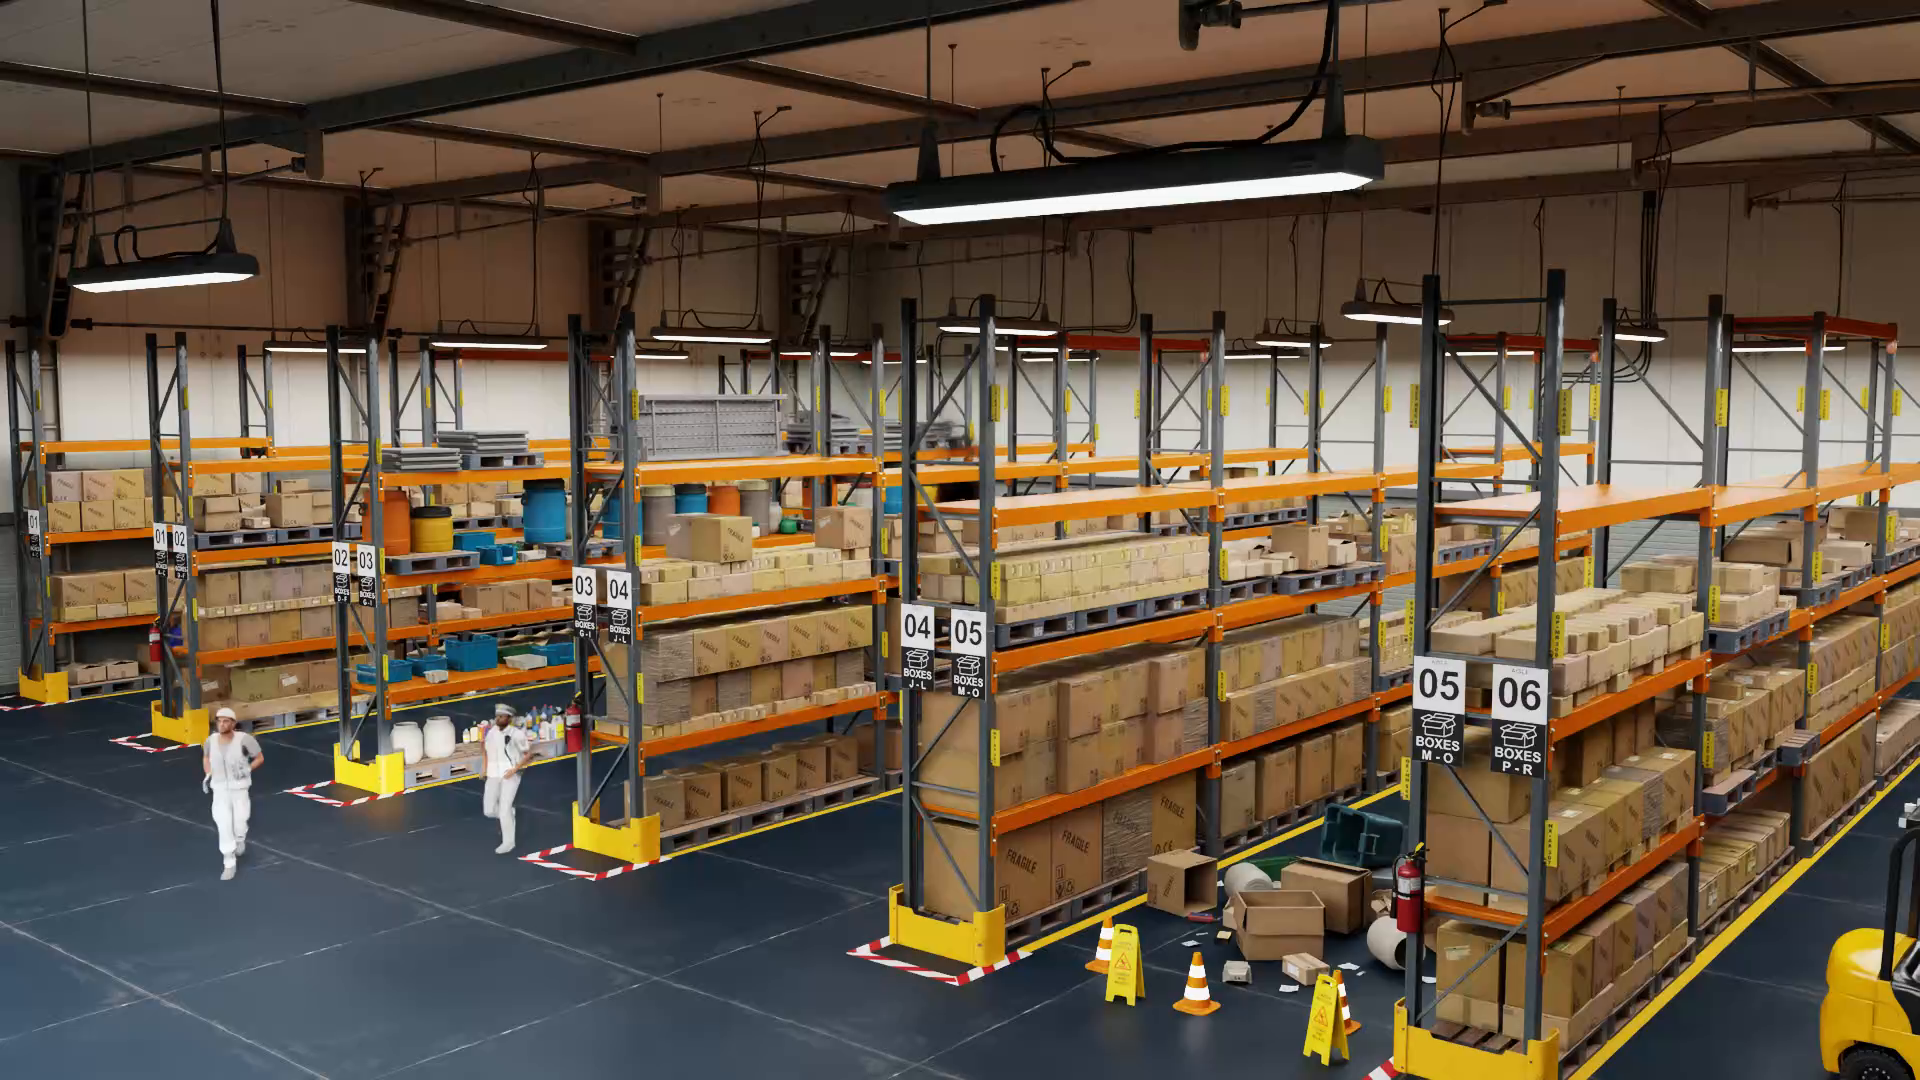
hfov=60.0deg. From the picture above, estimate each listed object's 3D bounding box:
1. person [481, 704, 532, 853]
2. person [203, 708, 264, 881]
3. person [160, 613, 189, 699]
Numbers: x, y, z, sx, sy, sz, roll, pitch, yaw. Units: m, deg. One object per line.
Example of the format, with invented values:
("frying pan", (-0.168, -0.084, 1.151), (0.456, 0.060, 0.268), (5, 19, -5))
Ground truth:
("person", (-5.133, 2.664, 18.827), (0.632, 1.684, 0.587), (1, 5, 12))
("person", (-7.808, 2.679, 17.856), (0.644, 1.786, 0.857), (-1, 5, -12))
("person", (-12.295, 2.050, 26.226), (0.541, 1.610, 0.813), (3, 6, 33))
